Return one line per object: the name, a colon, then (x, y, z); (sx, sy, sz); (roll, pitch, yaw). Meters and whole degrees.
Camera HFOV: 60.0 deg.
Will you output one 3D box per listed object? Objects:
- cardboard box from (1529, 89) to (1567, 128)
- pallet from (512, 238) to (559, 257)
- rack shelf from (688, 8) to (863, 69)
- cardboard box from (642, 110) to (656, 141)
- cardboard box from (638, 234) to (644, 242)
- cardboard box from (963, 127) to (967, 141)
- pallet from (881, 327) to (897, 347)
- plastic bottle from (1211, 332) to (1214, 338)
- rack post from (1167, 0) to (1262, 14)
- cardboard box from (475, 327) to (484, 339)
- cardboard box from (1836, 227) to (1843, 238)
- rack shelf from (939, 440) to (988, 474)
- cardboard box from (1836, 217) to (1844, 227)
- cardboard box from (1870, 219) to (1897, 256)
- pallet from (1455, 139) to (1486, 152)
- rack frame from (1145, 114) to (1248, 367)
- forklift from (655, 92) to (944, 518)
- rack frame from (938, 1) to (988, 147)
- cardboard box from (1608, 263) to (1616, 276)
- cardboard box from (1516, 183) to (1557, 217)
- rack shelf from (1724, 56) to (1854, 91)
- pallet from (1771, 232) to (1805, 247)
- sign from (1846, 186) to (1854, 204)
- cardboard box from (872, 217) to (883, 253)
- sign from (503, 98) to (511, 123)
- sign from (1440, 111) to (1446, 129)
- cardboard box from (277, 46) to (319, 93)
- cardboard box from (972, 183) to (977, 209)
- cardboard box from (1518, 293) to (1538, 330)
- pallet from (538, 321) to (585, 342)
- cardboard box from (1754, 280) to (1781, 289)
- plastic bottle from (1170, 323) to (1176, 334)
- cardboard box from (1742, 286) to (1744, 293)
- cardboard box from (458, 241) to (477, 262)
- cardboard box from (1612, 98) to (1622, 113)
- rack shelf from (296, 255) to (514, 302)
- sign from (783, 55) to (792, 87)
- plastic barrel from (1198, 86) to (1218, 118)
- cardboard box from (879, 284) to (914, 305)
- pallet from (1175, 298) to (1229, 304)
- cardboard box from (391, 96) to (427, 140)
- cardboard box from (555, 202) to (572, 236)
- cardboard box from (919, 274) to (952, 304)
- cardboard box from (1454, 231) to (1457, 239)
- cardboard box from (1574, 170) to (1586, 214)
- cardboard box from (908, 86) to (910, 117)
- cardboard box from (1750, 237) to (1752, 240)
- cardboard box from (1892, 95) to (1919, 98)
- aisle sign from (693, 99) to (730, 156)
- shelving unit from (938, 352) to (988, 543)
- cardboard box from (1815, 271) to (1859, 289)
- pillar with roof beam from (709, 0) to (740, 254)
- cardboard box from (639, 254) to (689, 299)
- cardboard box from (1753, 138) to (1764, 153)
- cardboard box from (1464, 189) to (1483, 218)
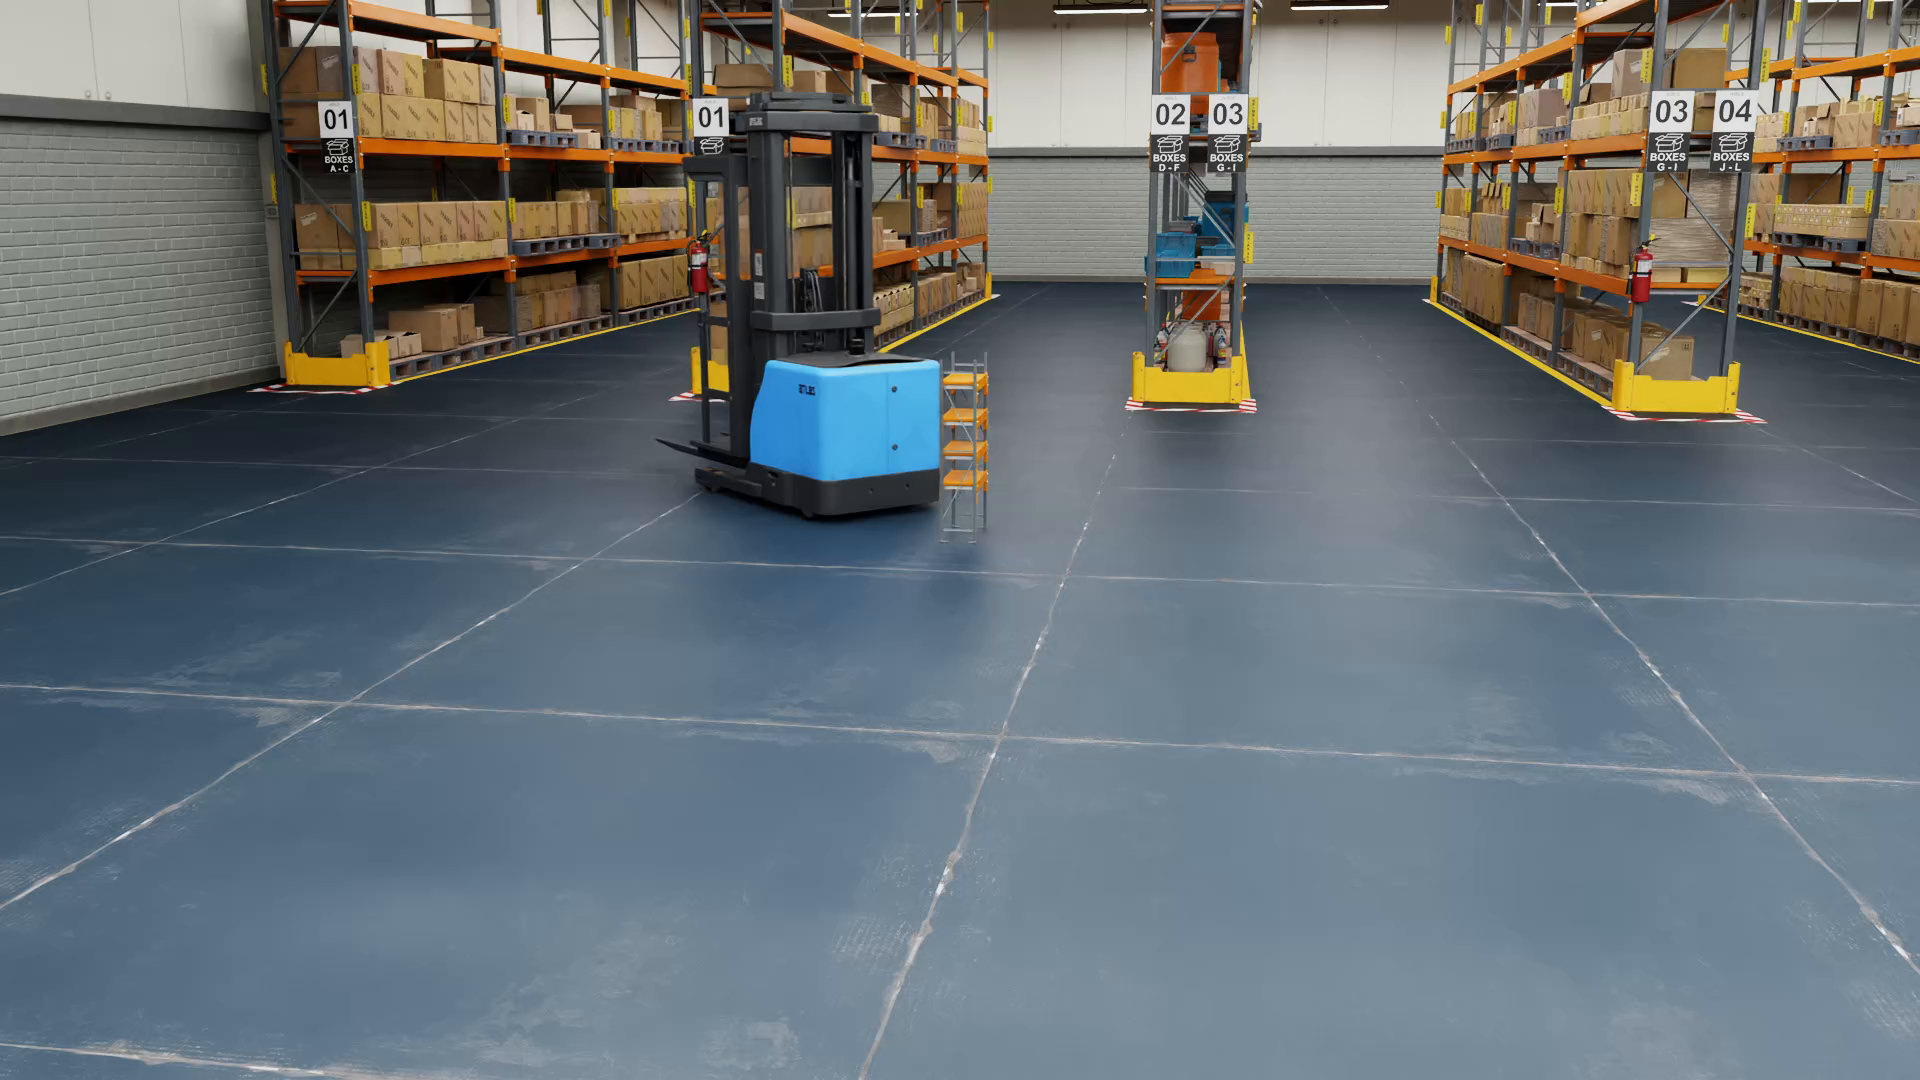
cardboard box: (8.139, -5.926, 22.828); (0.500, 0.500, 0.500); (2, 12, 7)
pallet: (-6.420, -4.176, 23.706); (1.003, 0.211, 1.213); (2, 12, 9)
rack shelf: (-2.093, -5.925, 19.782); (1.077, 0.370, 4.000); (2, 12, 9)
cardboard box: (-5.716, -7.213, 28.943); (0.700, 0.500, 0.500); (2, 12, 8)
cardboard box: (-5.616, -5.165, 28.388); (0.380, 0.149, 0.250); (2, 12, 10)
cardboard box: (-0.160, -7.456, 30.518); (0.500, 0.250, 0.500); (2, 12, 9)
pallet: (-1.526, -3.002, 24.421); (1.003, 0.211, 1.213); (2, 12, 9)
plastic bottle: (3.110, -2.429, 20.548); (0.061, 0.283, 0.133); (2, 12, 9)
rack post: (2.735, -5.803, 17.748); (0.937, 0.300, 0.954); (3, 13, 15)
cardboard box: (-6.734, -2.833, 22.700); (0.380, 0.166, 0.250); (0, 12, 1)
cardboard box: (13.165, -4.537, 24.523); (0.380, 0.149, 0.250); (2, 12, 8)
rack shelf: (0.025, -0.555, 11.041); (0.258, 0.148, 0.480); (2, 12, 9)
cardboard box: (13.168, -4.686, 24.510); (0.380, 0.149, 0.250); (2, 12, 11)
cardboard box: (13.167, -4.249, 23.352); (0.500, 0.500, 0.500); (2, 12, 9)
pallet: (9.559, -7.145, 30.120); (1.003, 0.211, 1.213); (2, 12, 9)
rack frame: (2.493, -2.962, 17.616); (1.000, 3.000, 0.127); (2, 12, 9)
forklift: (-1.386, -1.845, 12.597); (1.130, 2.935, 3.031); (-9, 15, -35)
rack frame: (0.060, -9.386, 33.187); (1.000, 3.000, 0.127); (2, 12, 9)
cardboard box: (7.403, -3.005, 18.414); (0.380, 0.149, 0.250); (2, 12, 9)
cardboard box: (8.746, -5.158, 25.187); (0.797, 0.503, 0.637); (2, 12, 11)
rack shelf: (14.426, -8.113, 28.995); (1.077, 0.370, 4.000); (2, 12, 9)
pallet: (13.857, -4.869, 26.923); (1.003, 0.211, 1.213); (2, 12, 9)
sign: (14.667, -5.666, 27.418); (0.100, 0.325, 0.005); (2, 12, 9)
cardboard box: (-1.412, -4.487, 24.458); (0.500, 0.500, 0.500); (1, 12, 6)
sign: (-6.144, -5.818, 22.525); (0.100, 0.325, 0.005); (2, 12, 9)
sign: (9.300, -8.083, 31.999); (0.100, 0.325, 0.005); (2, 12, 9)
cardboard box: (-7.488, -5.395, 19.128); (0.500, 0.500, 0.500); (2, 12, 11)
cardboard box: (0.032, -6.570, 31.747); (0.500, 0.500, 0.500); (2, 12, 10)
cardboard box: (8.534, -3.320, 24.166); (0.700, 0.500, 0.500); (1, 12, 6)
pallet: (-6.377, -3.169, 25.197); (1.003, 0.211, 1.213); (2, 12, 9)
cardboard box: (13.947, -4.409, 28.690); (0.380, 0.149, 0.250); (2, 12, 8)
plastic bottle: (2.717, -2.555, 20.974); (0.144, 0.351, 0.185); (2, 12, 9)
cardboard box: (14.205, -4.476, 29.705); (0.380, 0.149, 0.250); (2, 12, 11)
cardboard box: (-6.601, -3.735, 21.512); (0.500, 0.250, 0.500); (2, 12, 8)
cardboard box: (7.329, -4.728, 18.100); (0.380, 0.149, 0.250); (1, 12, 6)
rack shelf: (-6.989, -3.347, 21.113); (1.077, 0.370, 4.000); (2, 12, 9)
sign: (-1.853, -5.036, 17.859); (0.100, 0.325, 0.005); (2, 12, 9)
plastic barrel: (2.543, -4.967, 18.357); (0.600, 0.588, 0.600); (0, 12, 0)
cardboard box: (-1.008, -3.807, 25.735); (0.500, 0.311, 0.500); (2, 12, 10)
pallet: (4.413, -4.251, 30.217); (1.003, 0.211, 1.213); (2, 12, 9)
cardboard box: (-6.804, -5.088, 20.078); (0.500, 0.500, 0.500); (2, 12, 11)
cardboard box: (-6.298, -4.854, 25.114); (0.700, 0.500, 0.500); (2, 12, 9)
cardboard box: (-0.432, -4.399, 29.177); (0.500, 0.500, 0.500); (2, 12, 9)
cardboard box: (9.153, -5.518, 30.074); (0.380, 0.149, 0.250); (2, 12, 8)
cardboard box: (7.606, -4.127, 19.709); (0.500, 0.500, 0.500); (2, 12, 9)
cardboard box: (-1.019, -6.989, 26.573); (0.500, 0.500, 0.500); (2, 12, 9)
cardboard box: (14.131, -5.334, 29.221); (0.380, 0.149, 0.250); (2, 12, 8)
cardboard box: (13.917, -6.411, 24.448); (0.396, 0.266, 0.258); (2, 12, 9)
aisle sign: (-2.701, -4.390, 18.071); (0.394, 0.787, 0.004); (2, 12, 9)
shelving unit: (0.025, -0.621, 11.027); (0.258, 1.200, 0.503); (2, 12, 9)
cardboard box: (13.510, -3.996, 25.574); (0.500, 0.250, 0.500); (2, 12, 10)
pillar with roof beam: (-1.021, -9.997, 36.019); (9.100, 9.000, 0.548); (2, 12, 9)
cardboard box: (-5.422, -4.796, 30.232); (0.750, 0.750, 0.750); (2, 12, 9)
cardboard box: (14.093, -6.831, 28.805); (0.500, 0.250, 0.500); (2, 12, 8)
cardboard box: (9.039, -5.842, 28.853); (0.500, 0.500, 0.500); (2, 12, 10)
